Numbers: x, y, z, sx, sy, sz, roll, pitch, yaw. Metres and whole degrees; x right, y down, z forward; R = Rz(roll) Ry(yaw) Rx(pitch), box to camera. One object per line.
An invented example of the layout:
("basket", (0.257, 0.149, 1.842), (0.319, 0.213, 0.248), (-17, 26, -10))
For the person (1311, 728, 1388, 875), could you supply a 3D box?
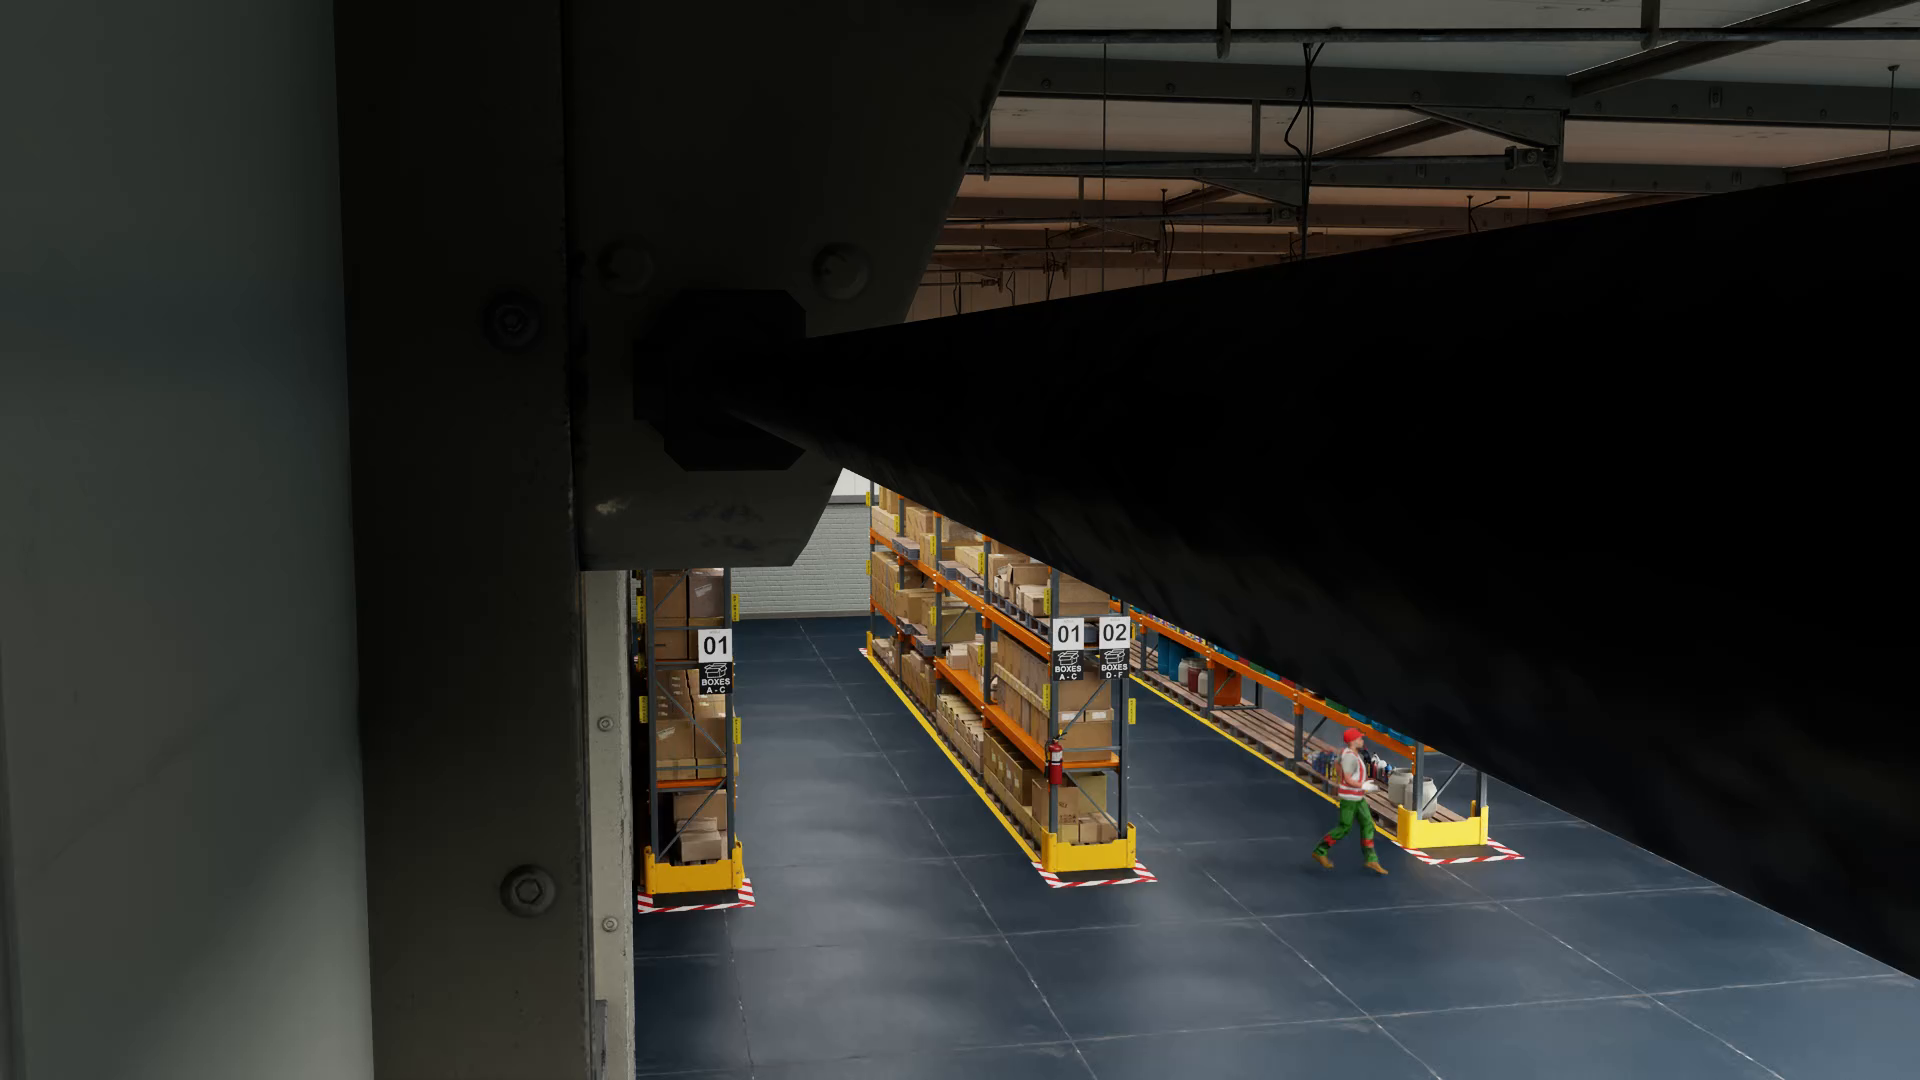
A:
("person", (4.923, 3.259, 20.878), (0.936, 1.807, 0.698), (2, 6, 21))
